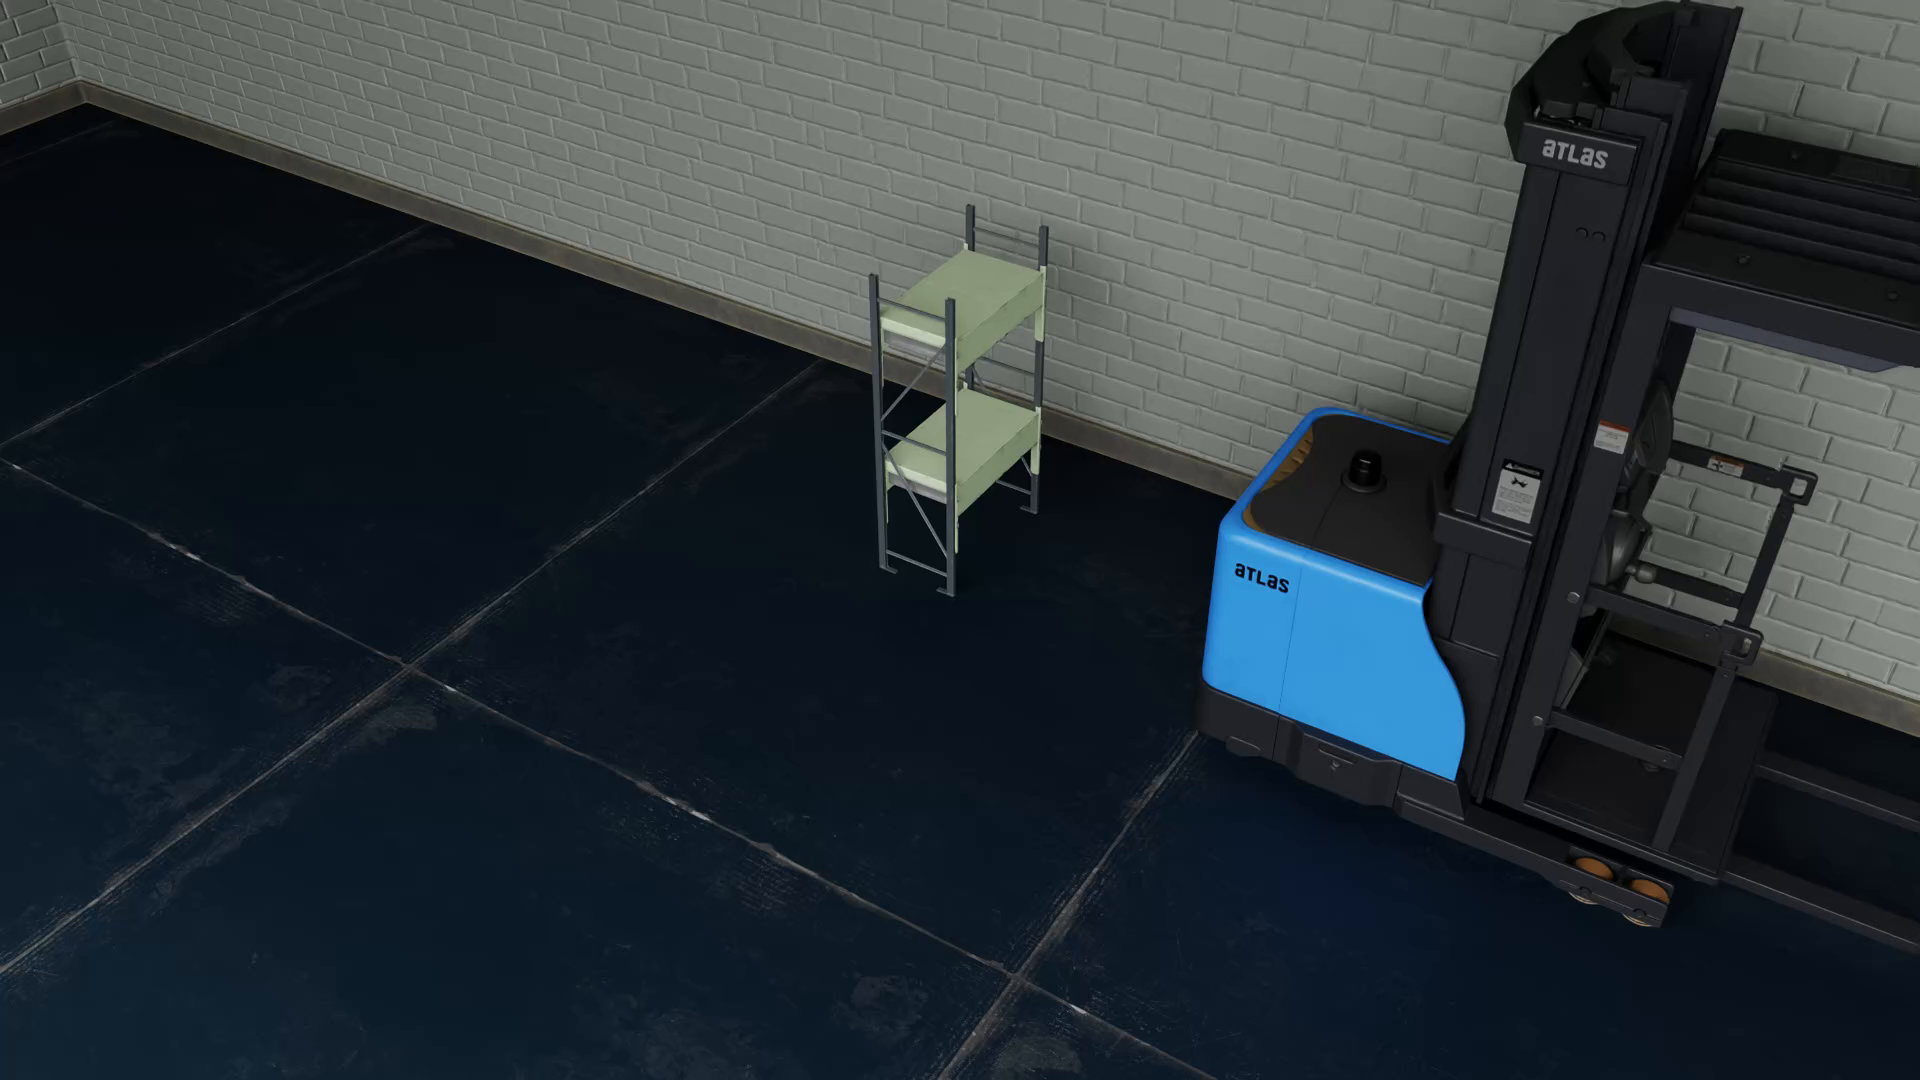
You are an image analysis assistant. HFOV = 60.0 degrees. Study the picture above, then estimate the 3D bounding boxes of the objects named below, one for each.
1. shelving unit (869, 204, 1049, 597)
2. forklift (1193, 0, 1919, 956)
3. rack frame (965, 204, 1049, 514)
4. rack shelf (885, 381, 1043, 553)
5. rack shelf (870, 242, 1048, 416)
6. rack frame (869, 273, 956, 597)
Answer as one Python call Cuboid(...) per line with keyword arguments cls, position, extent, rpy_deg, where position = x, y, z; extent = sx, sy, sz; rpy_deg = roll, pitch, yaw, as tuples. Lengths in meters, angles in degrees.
Cuboid(cls="shelving unit", position=(0.004, -0.597, 7.297), extent=(0.431, 1.500, 0.755), rpy_deg=(21, 42, 25))
Cuboid(cls="forklift", position=(2.464, -0.152, 5.547), extent=(3.031, 2.935, 1.130), rpy_deg=(20, 42, 24))
Cuboid(cls="rack frame", position=(0.200, -0.786, 7.541), extent=(0.400, 1.500, 0.023), rpy_deg=(21, 42, 25))
Cuboid(cls="rack shelf", position=(0.004, -0.339, 7.496), extent=(0.431, 0.370, 0.720), rpy_deg=(21, 42, 25))
Cuboid(cls="rack shelf", position=(0.004, -0.907, 7.058), extent=(0.431, 0.370, 0.720), rpy_deg=(21, 42, 25))
Cuboid(cls="rack frame", position=(-0.193, -0.409, 7.052), extent=(0.400, 1.500, 0.023), rpy_deg=(21, 42, 25))
